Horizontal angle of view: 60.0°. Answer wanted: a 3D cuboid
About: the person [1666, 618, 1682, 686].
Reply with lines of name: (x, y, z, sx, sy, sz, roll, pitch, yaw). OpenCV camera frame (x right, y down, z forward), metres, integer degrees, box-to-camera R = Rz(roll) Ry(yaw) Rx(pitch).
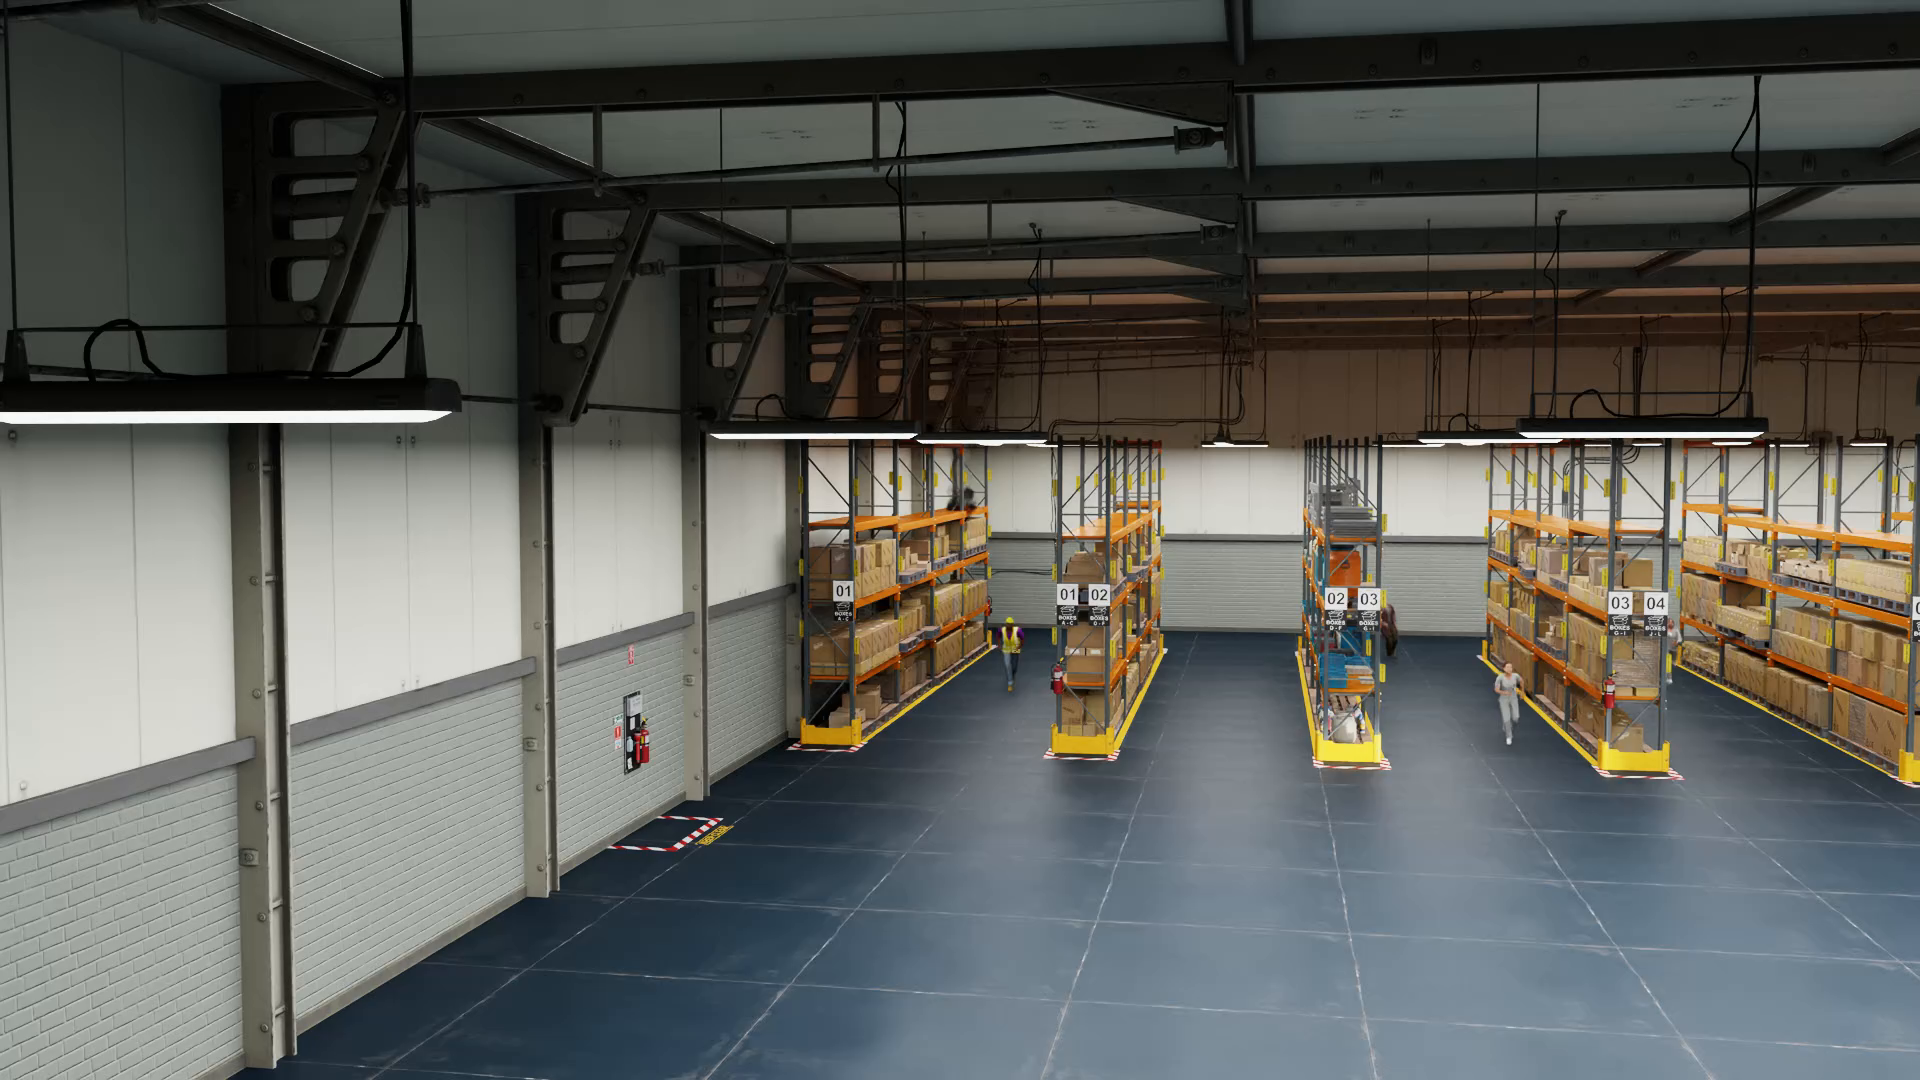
person: (17.477, 2.722, 40.913, 0.506, 1.599, 1.031, 0, 3, 9)

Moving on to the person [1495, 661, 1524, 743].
person: (10.707, 3.165, 32.348, 0.603, 1.619, 0.616, 0, 3, 5)

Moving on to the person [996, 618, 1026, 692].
person: (1.220, 2.710, 39.837, 0.700, 1.753, 1.103, 0, 3, 3)

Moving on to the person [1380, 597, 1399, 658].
person: (11.719, 2.394, 45.643, 0.745, 1.718, 0.600, -1, 3, -13)
